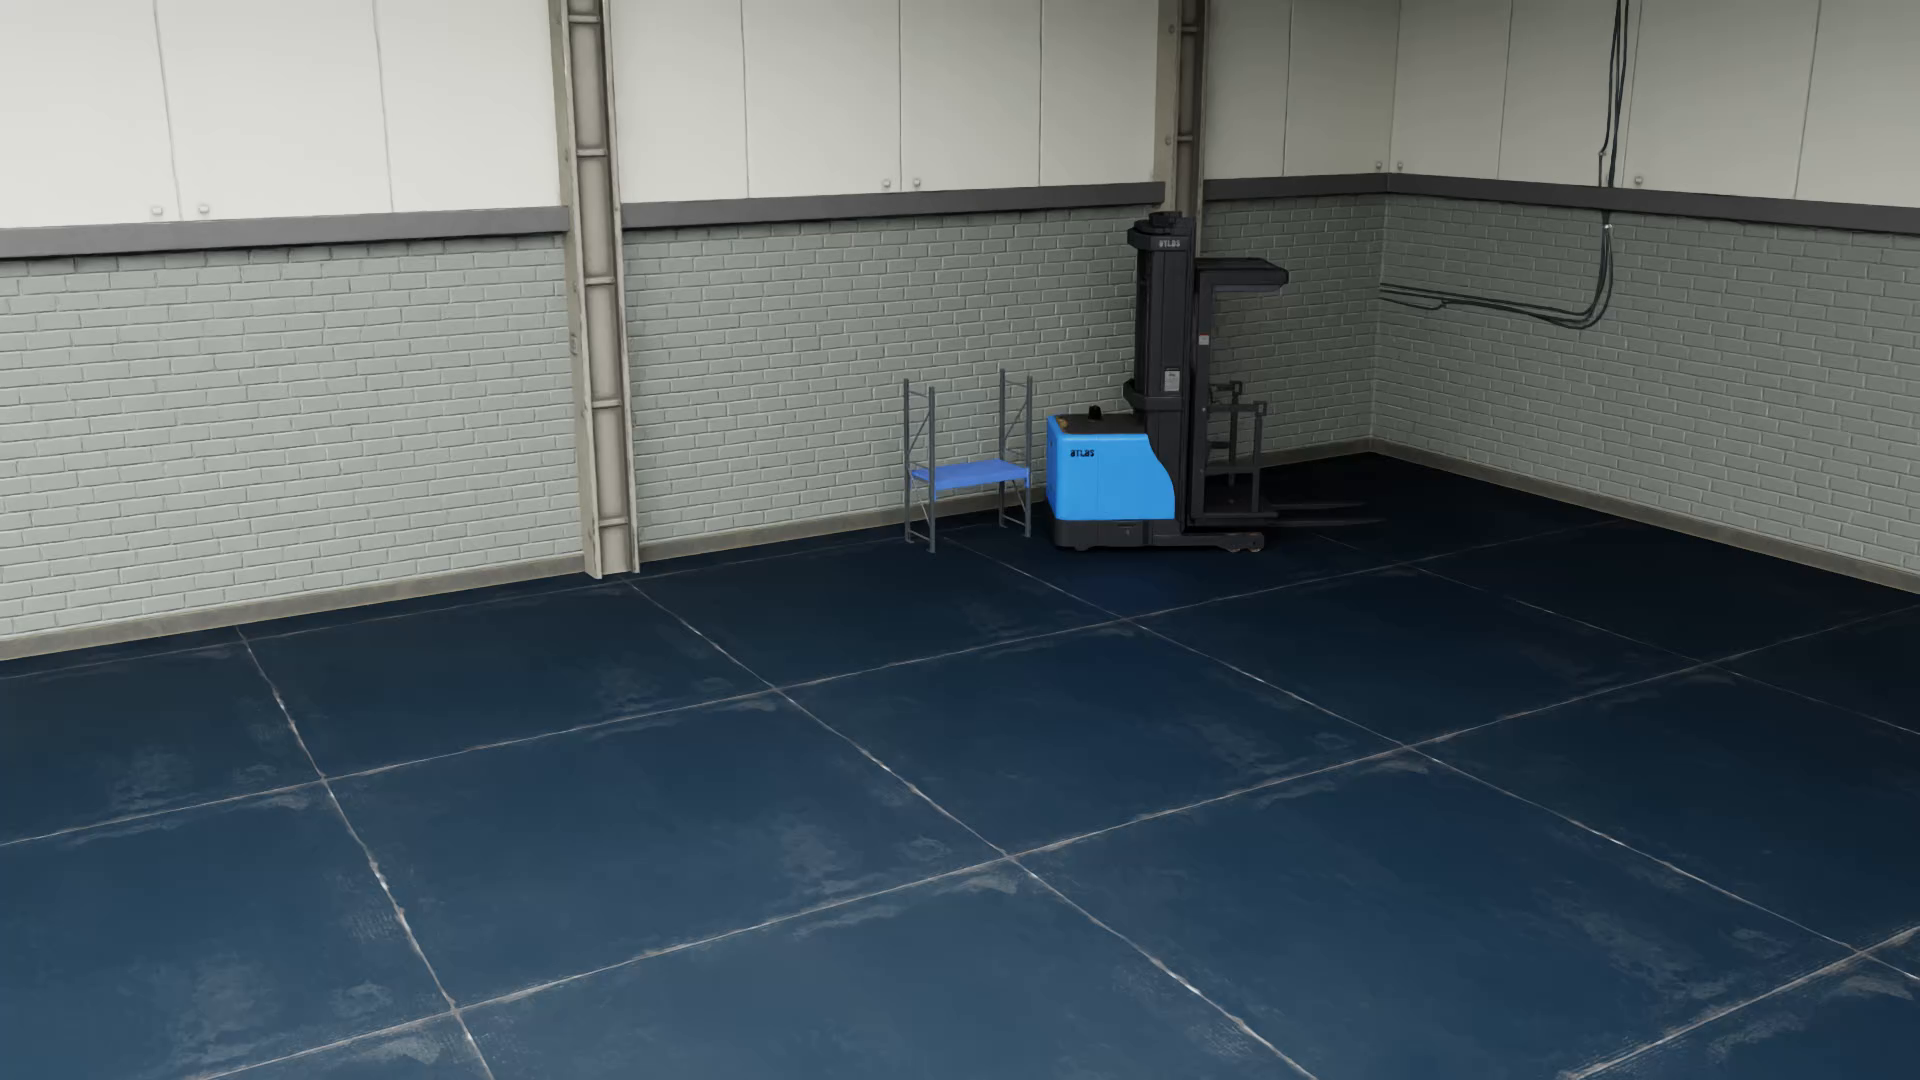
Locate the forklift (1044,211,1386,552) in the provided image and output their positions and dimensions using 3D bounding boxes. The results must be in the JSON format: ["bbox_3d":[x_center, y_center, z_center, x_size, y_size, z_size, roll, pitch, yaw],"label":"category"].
[{"bbox_3d":[2.329,-1.443,14.969,3.031,2.935,1.130,-1,16,-3],"label":"forklift"}]

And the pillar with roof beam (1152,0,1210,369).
[{"bbox_3d":[4.373,-3.902,12.496,0.400,9.000,9.100,-9,18,-30],"label":"pillar with roof beam"}]

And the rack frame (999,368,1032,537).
[{"bbox_3d":[0.509,-0.805,15.342,0.032,1.500,0.500,-9,18,-30],"label":"rack frame"}]

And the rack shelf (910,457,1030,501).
[{"bbox_3d":[0.073,-0.561,15.138,1.000,0.185,0.538,-9,18,-30],"label":"rack shelf"}]

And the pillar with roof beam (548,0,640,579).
[{"bbox_3d":[-0.771,-3.068,9.521,0.400,9.000,9.100,-9,18,-30],"label":"pillar with roof beam"}]

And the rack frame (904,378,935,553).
[{"bbox_3d":[-0.363,-0.663,14.838,0.032,1.500,0.500,-9,18,-30],"label":"rack frame"}]

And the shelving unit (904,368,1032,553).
[{"bbox_3d":[0.073,-0.734,15.090,1.048,1.500,0.538,-9,18,-30],"label":"shelving unit"}]

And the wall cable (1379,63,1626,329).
[{"bbox_3d":[5.362,-3.506,16.838,0.112,2.526,3.097,-9,18,-30],"label":"wall cable"}]

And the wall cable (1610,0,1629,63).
[{"bbox_3d":[6.755,-5.312,13.924,0.112,2.526,3.097,-9,18,-30],"label":"wall cable"}]
